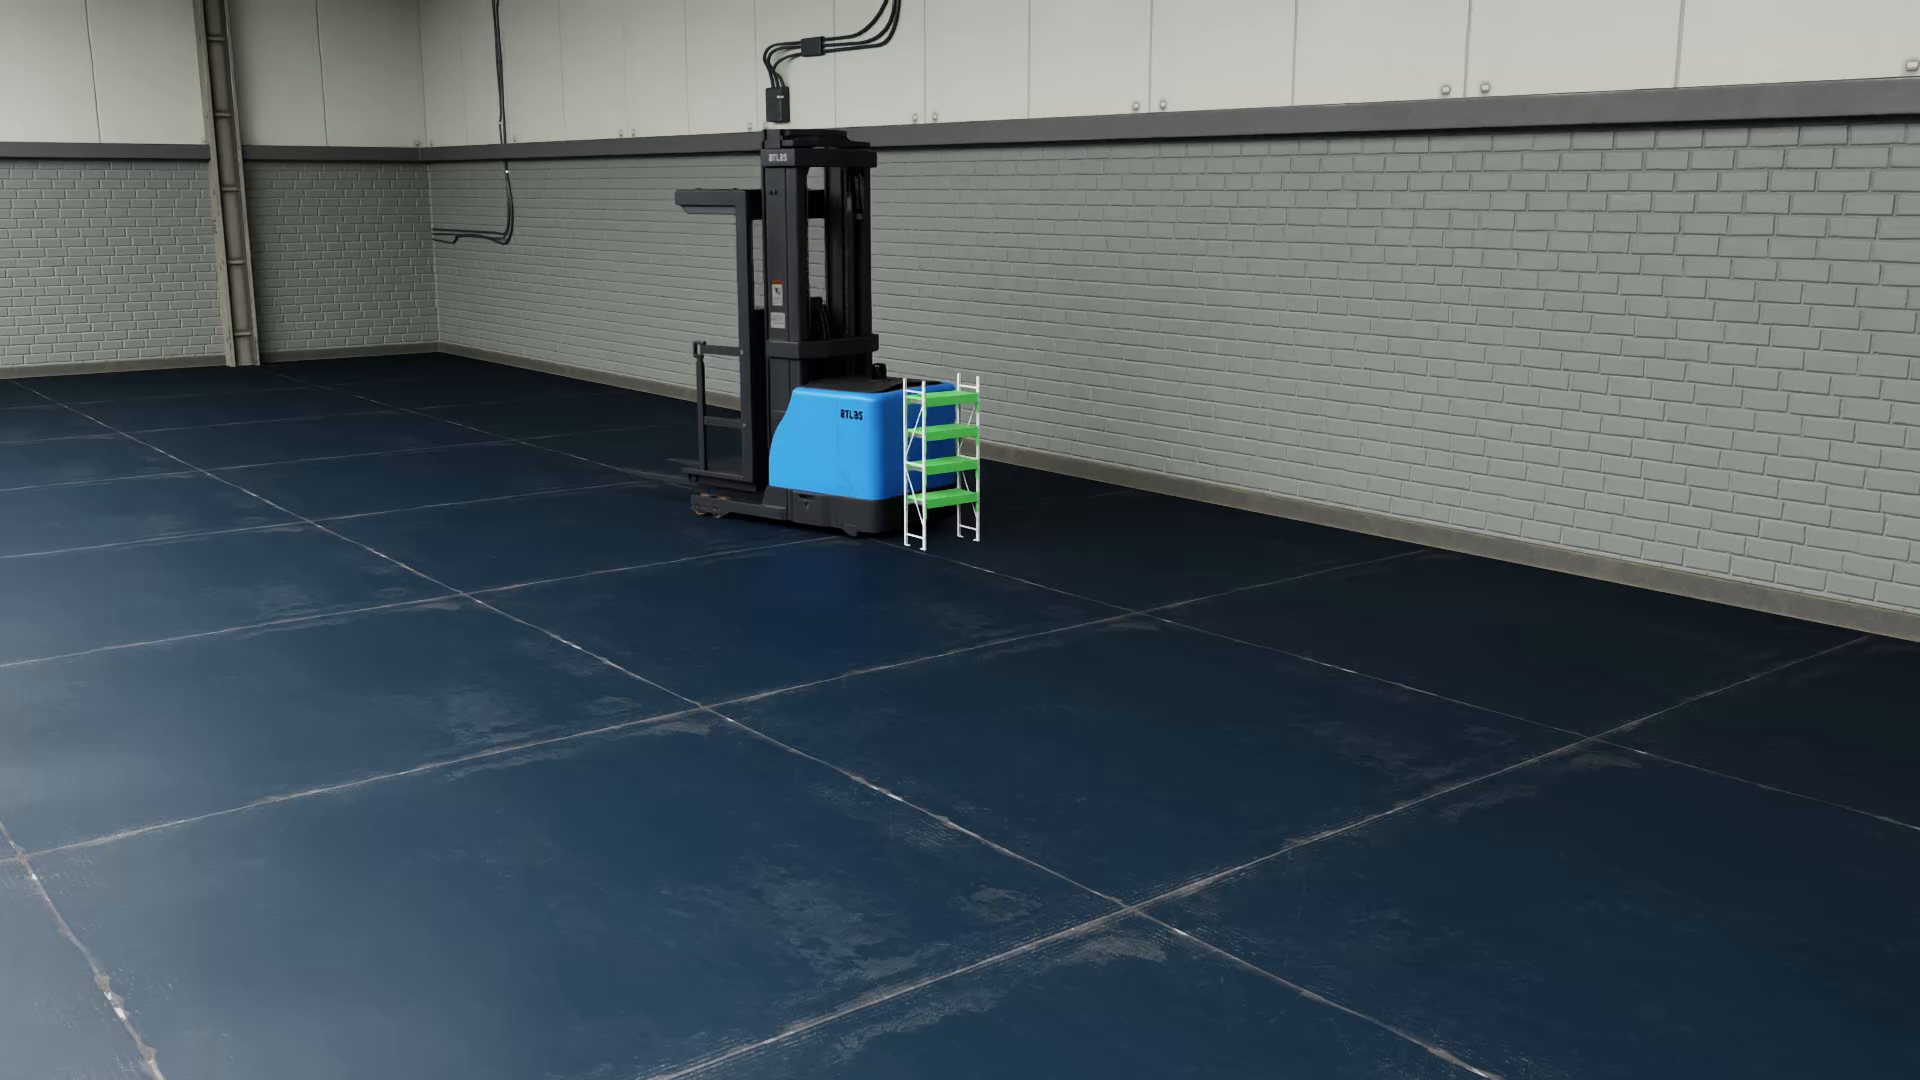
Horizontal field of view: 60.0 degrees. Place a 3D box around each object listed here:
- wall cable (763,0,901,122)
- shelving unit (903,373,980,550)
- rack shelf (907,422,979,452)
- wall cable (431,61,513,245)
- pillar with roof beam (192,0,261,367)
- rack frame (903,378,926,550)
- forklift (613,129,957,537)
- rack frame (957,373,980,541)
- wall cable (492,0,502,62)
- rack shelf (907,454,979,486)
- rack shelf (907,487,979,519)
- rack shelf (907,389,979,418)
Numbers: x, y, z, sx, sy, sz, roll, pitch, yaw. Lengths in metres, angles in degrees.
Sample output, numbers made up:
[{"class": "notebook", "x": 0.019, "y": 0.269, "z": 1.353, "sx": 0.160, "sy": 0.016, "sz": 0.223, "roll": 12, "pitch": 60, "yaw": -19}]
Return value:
[{"class": "wall cable", "x": -1.324, "y": -7.223, "z": 16.294, "sx": 0.169, "sy": 6.003, "sz": 2.305, "roll": -9, "pitch": 15, "yaw": -38}, {"class": "shelving unit", "x": -0.129, "y": -0.565, "z": 11.903, "sx": 0.503, "sy": 1.200, "sz": 0.258, "roll": -9, "pitch": 15, "yaw": -38}, {"class": "rack shelf", "x": -0.129, "y": -0.738, "z": 11.866, "sx": 0.480, "sy": 0.148, "sz": 0.258, "roll": -9, "pitch": 15, "yaw": -38}, {"class": "wall cable", "x": -7.242, "y": -5.583, "z": 24.231, "sx": 0.112, "sy": 2.526, "sz": 3.097, "roll": -9, "pitch": 15, "yaw": -38}, {"class": "pillar with roof beam", "x": -7.679, "y": -6.236, "z": 19.830, "sx": 0.400, "sy": 9.000, "sz": 9.100, "roll": -9, "pitch": 15, "yaw": -38}, {"class": "rack frame", "x": -0.320, "y": -0.534, "z": 11.754, "sx": 0.015, "sy": 1.200, "sz": 0.240, "roll": -9, "pitch": 15, "yaw": -38}, {"class": "forklift", "x": -1.492, "y": -1.680, "z": 12.984, "sx": 3.031, "sy": 2.935, "sz": 1.130, "roll": 9, "pitch": 15, "yaw": 36}, {"class": "rack frame", "x": 0.061, "y": -0.597, "z": 12.052, "sx": 0.015, "sy": 1.200, "sz": 0.240, "roll": -9, "pitch": 15, "yaw": -38}, {"class": "wall cable", "x": -5.552, "y": -7.614, "z": 21.640, "sx": 0.112, "sy": 2.526, "sz": 3.097, "roll": -9, "pitch": 15, "yaw": -38}, {"class": "rack shelf", "x": -0.129, "y": -0.503, "z": 11.916, "sx": 0.480, "sy": 0.148, "sz": 0.258, "roll": -9, "pitch": 15, "yaw": -38}, {"class": "rack shelf", "x": -0.129, "y": -0.268, "z": 11.966, "sx": 0.480, "sy": 0.148, "sz": 0.258, "roll": -9, "pitch": 15, "yaw": -38}, {"class": "rack shelf", "x": -0.129, "y": -0.972, "z": 11.817, "sx": 0.480, "sy": 0.148, "sz": 0.258, "roll": -9, "pitch": 15, "yaw": -38}]
